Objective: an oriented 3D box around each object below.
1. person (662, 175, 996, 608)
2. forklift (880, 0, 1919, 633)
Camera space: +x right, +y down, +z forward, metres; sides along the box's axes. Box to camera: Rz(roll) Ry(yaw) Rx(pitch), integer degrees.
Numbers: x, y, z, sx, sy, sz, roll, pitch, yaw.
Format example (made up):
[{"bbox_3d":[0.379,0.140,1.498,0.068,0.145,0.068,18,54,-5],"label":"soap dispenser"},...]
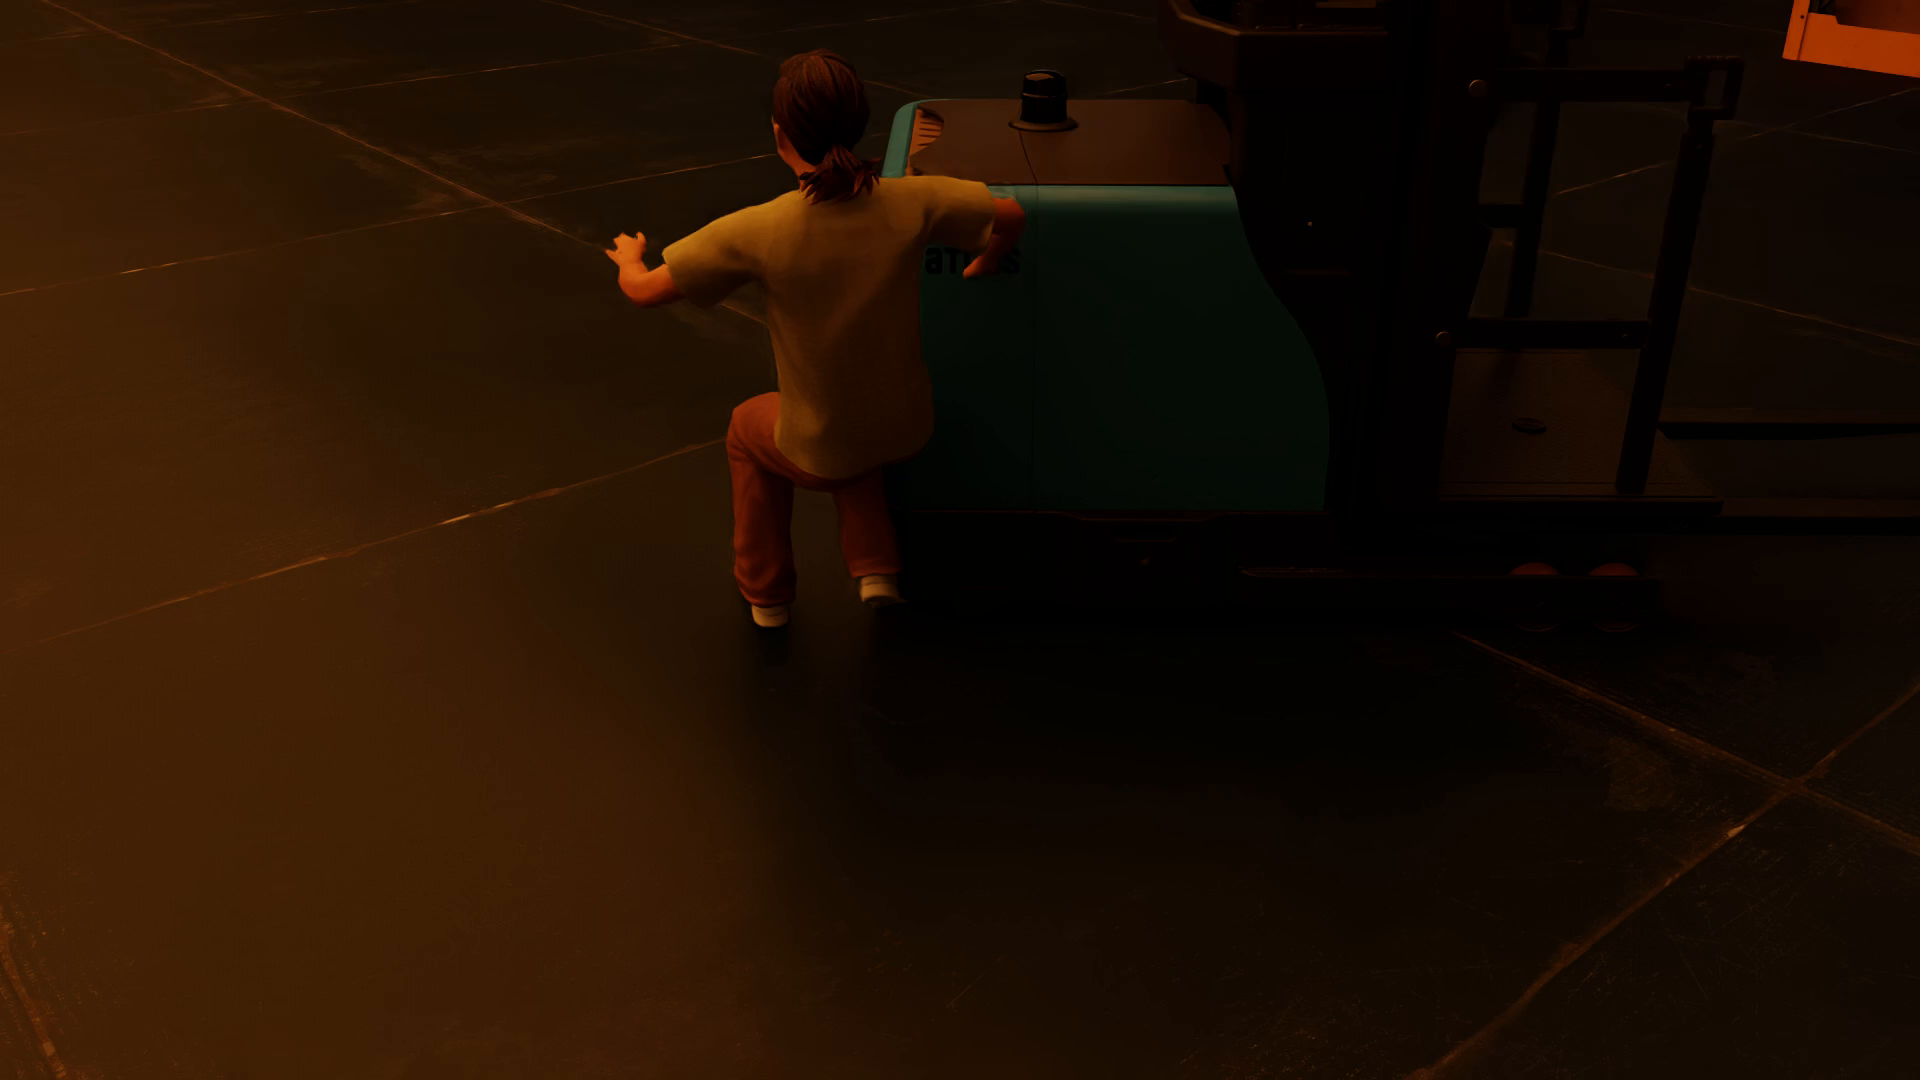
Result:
[{"bbox_3d":[-0.339,-0.299,3.609,0.648,1.069,0.635,-15,30,-27],"label":"person"},{"bbox_3d":[1.320,-1.326,3.877,3.031,2.935,1.130,0,26,1],"label":"forklift"}]
